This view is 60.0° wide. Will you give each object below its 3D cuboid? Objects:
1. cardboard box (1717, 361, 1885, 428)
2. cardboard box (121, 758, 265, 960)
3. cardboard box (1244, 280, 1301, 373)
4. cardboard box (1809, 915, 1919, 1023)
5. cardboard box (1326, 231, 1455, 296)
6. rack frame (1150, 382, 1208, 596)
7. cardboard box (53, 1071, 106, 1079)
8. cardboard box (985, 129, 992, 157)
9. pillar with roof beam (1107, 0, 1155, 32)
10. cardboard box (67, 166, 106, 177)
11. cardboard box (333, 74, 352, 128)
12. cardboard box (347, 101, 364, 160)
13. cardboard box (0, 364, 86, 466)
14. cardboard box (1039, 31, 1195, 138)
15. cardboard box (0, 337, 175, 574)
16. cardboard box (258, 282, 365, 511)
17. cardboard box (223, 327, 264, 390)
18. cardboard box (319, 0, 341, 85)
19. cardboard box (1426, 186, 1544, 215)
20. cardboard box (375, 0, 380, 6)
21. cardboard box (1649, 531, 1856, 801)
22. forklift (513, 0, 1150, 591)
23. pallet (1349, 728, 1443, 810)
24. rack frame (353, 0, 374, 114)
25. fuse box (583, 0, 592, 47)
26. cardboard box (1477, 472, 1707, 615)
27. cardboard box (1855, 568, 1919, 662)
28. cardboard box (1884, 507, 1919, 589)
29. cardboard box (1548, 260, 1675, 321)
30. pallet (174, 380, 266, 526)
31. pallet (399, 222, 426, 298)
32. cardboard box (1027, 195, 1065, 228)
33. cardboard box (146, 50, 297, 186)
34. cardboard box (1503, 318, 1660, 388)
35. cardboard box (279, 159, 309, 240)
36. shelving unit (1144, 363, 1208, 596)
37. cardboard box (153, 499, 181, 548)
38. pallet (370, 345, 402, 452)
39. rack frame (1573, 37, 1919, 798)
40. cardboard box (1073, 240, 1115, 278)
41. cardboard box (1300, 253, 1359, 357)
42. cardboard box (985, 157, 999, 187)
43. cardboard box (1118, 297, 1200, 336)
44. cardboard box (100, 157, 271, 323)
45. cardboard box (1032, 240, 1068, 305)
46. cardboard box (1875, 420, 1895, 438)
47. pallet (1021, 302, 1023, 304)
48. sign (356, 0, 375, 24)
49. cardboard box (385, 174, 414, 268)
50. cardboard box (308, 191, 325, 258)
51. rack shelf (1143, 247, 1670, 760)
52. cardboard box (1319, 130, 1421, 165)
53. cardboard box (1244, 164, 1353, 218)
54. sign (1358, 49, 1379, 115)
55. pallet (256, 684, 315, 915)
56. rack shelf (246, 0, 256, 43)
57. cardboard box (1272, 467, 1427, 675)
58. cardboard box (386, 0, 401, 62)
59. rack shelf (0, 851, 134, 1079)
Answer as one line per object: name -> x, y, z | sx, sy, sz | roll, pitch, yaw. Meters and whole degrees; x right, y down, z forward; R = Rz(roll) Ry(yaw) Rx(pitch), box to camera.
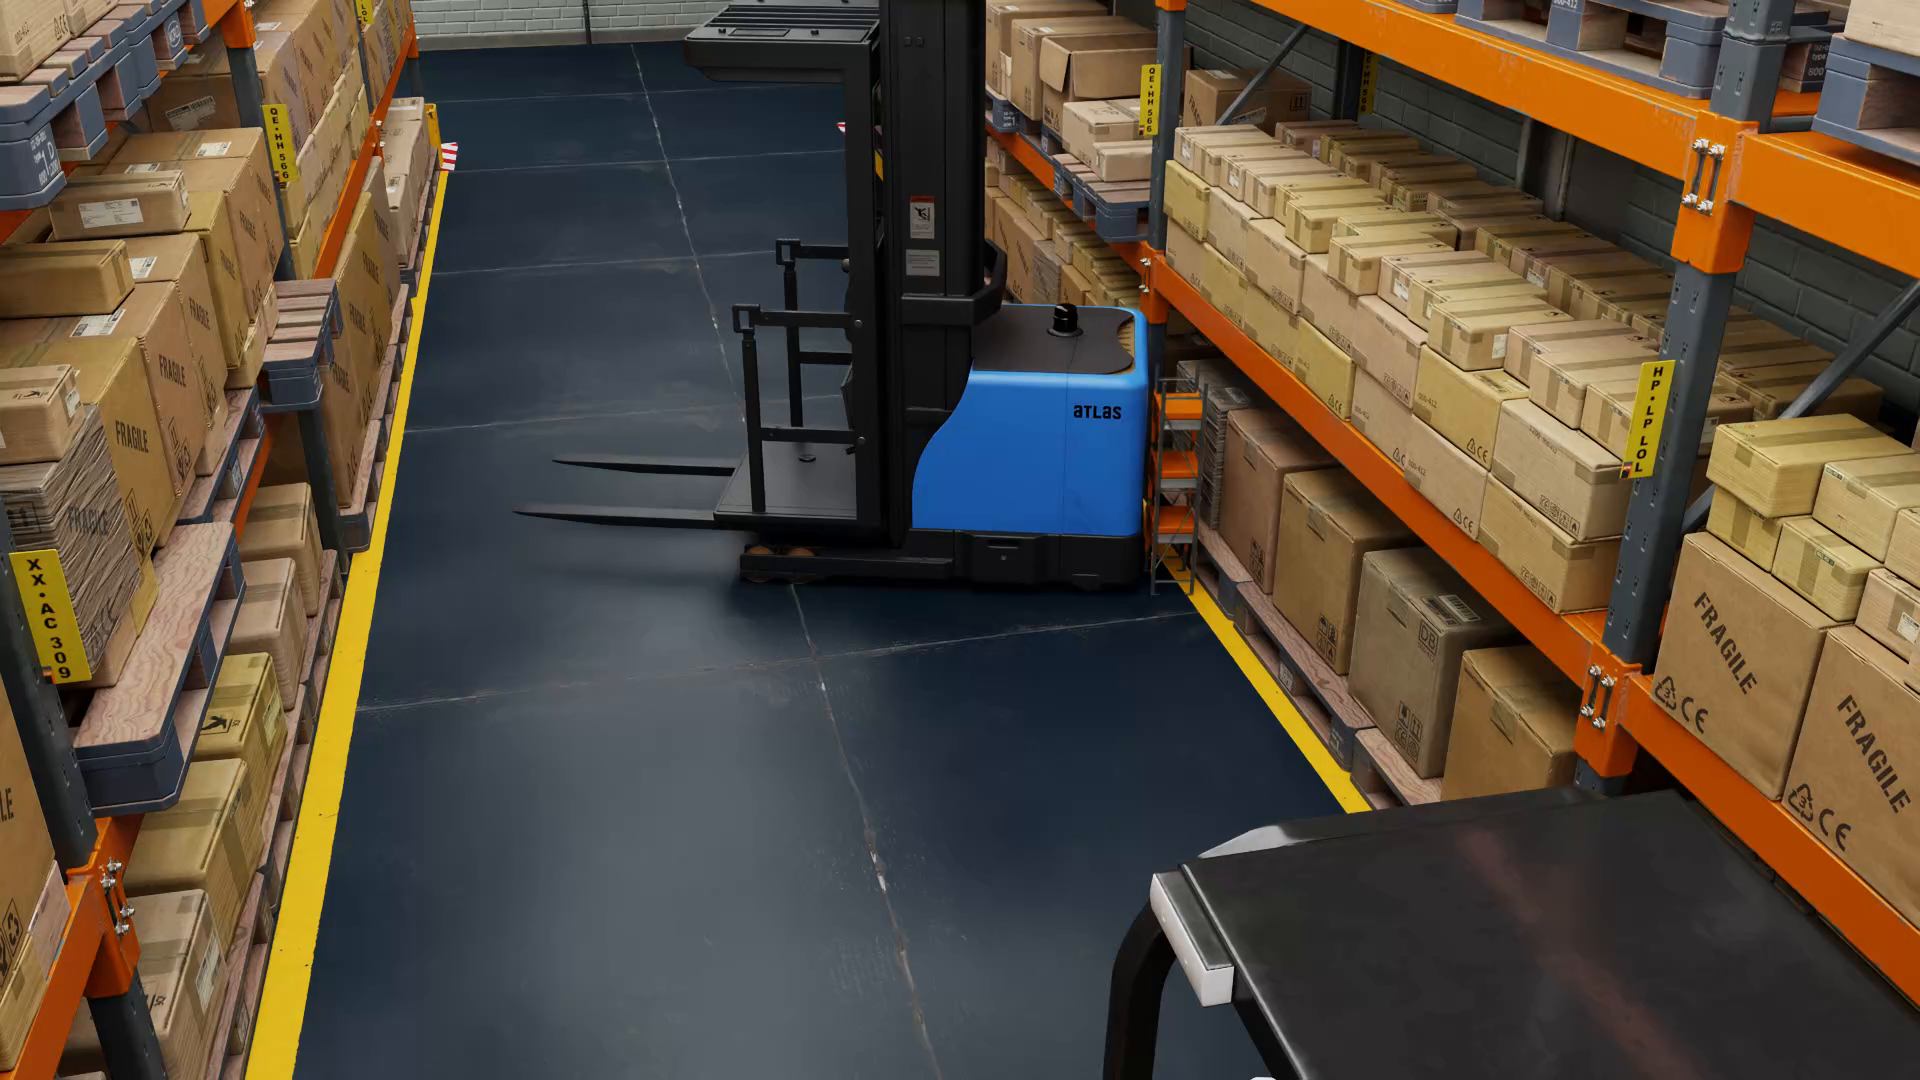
cardboard box -> 2.455, -0.401, 4.884 | 0.380, 0.149, 0.250 | -7, 28, -13
cardboard box -> -2.796, 1.056, 5.280 | 0.950, 0.372, 0.625 | -4, 27, -8
cardboard box -> 1.517, -0.913, 6.897 | 0.500, 0.250, 0.500 | -7, 28, -13
cardboard box -> 2.233, 1.173, 4.073 | 0.500, 0.250, 0.500 | -6, 27, -12
cardboard box -> 1.579, -1.019, 6.108 | 0.380, 0.149, 0.250 | -7, 28, -13
rack frame -> 0.985, -0.215, 7.501 | 0.200, 1.050, 0.008 | 0, 26, -1
cardboard box -> -2.116, 1.553, 3.598 | 0.500, 0.500, 0.500 | -6, 27, -12
cardboard box -> 0.055, -3.117, 13.405 | 0.700, 0.500, 0.500 | -7, 28, -14
pillar with roof beam -> -2.951, -6.041, 10.231 | 9.100, 9.000, 0.400 | -6, 27, -12
cardboard box -> -3.412, -1.057, 6.107 | 0.500, 0.500, 0.500 | -5, 27, -9
cardboard box -> -3.735, -2.439, 9.364 | 0.500, 0.250, 0.500 | -5, 27, -10
cardboard box -> -3.853, -2.435, 9.911 | 0.500, 0.250, 0.500 | -6, 27, -12
cardboard box -> -2.272, -0.282, 3.852 | 0.380, 0.149, 0.250 | -6, 27, -12
cardboard box -> 0.875, -2.578, 9.448 | 0.797, 0.503, 0.637 | -7, 28, -13
cardboard box -> -2.450, -0.204, 4.419 | 0.500, 0.500, 0.500 | -6, 27, -11
cardboard box -> -3.487, -0.691, 8.183 | 0.875, 0.875, 0.875 | -6, 27, -12
cardboard box -> -2.753, -0.649, 6.020 | 0.380, 0.149, 0.250 | -5, 27, -11
cardboard box -> -3.749, -2.766, 9.181 | 0.500, 0.500, 0.500 | -5, 27, -10
cardboard box -> 2.105, -1.311, 6.687 | 0.380, 0.149, 0.250 | -6, 27, -12
cardboard box -> -4.397, -4.070, 11.764 | 0.500, 0.500, 0.500 | -5, 27, -11
cardboard box -> 2.170, 0.286, 4.243 | 0.500, 0.500, 0.500 | -7, 28, -13
forklift -> -0.624, -1.335, 7.641 | 3.031, 2.935, 1.130 | 2, 27, 5
pallet -> 2.121, 1.035, 5.965 | 1.003, 0.211, 1.213 | -6, 27, -12
rack frame -> -4.313, -2.897, 10.660 | 1.000, 3.000, 0.127 | -6, 27, -12
fuse box -> -4.429, -6.700, 19.625 | 0.539, 1.711, 0.414 | -6, 27, -12
cardboard box -> 1.956, -0.018, 5.124 | 0.500, 0.250, 0.500 | -5, 27, -10
cardboard box -> 2.286, 0.167, 3.759 | 0.380, 0.149, 0.250 | -6, 27, -12
cardboard box -> 2.321, 0.029, 3.702 | 0.380, 0.149, 0.250 | -6, 27, -13
cardboard box -> 2.281, -0.856, 5.785 | 0.380, 0.149, 0.250 | -6, 27, -12
pallet -> -2.926, -0.190, 5.511 | 1.003, 0.211, 1.213 | -6, 27, -12
pallet -> -4.408, -1.994, 11.966 | 1.003, 0.211, 1.213 | -6, 27, -12
cardboard box -> 0.645, -2.121, 10.712 | 0.380, 0.149, 0.250 | -6, 27, -12
cardboard box -> -3.285, -1.873, 7.412 | 0.500, 0.500, 0.500 | -7, 28, -13
cardboard box -> 1.952, -0.576, 5.232 | 0.380, 0.149, 0.250 | -6, 27, -12
cardboard box -> -3.285, -1.545, 7.593 | 0.500, 0.250, 0.500 | -6, 27, -12
shelving unit -> 0.983, -0.269, 7.610 | 0.215, 1.050, 0.252 | 0, 26, -1
cardboard box -> -2.530, -0.079, 4.891 | 0.380, 0.149, 0.250 | -6, 27, -11
pallet -> -3.788, -0.784, 9.569 | 1.003, 0.211, 1.213 | -6, 27, -12
rack frame -> 2.325, 0.110, 4.704 | 1.000, 3.000, 0.127 | -6, 27, -12
cardboard box -> 0.885, -1.665, 9.809 | 0.380, 0.149, 0.250 | -6, 27, -12
cardboard box -> 1.637, -0.910, 6.335 | 0.500, 0.250, 0.500 | -6, 27, -11
cardboard box -> 0.343, -2.579, 11.619 | 0.380, 0.149, 0.250 | -5, 27, -9
cardboard box -> 1.065, -1.199, 8.884 | 0.380, 0.149, 0.250 | -7, 28, -14
cardboard box -> -2.911, -1.109, 6.210 | 0.500, 0.500, 0.500 | -6, 27, -12
cardboard box -> 0.760, -1.558, 10.316 | 0.500, 0.500, 0.500 | -7, 28, -13
cardboard box -> 2.460, -0.296, 5.118 | 0.500, 0.250, 0.500 | -6, 27, -12
pallet -> 1.020, -1.268, 10.527 | 1.003, 0.211, 1.213 | -6, 27, -12
sign -> -3.787, -3.438, 10.535 | 0.100, 0.325, 0.005 | -6, 27, -12
cardboard box -> -4.350, -2.227, 11.711 | 0.875, 0.438, 0.875 | -6, 27, -12
cardboard box -> -3.410, -1.538, 8.134 | 0.500, 0.250, 0.500 | -7, 28, -13
rack shelf -> 1.874, -0.447, 6.606 | 1.077, 0.370, 4.000 | -6, 27, -12
cardboard box -> 1.862, -1.755, 7.567 | 0.380, 0.149, 0.250 | -5, 27, -10
cardboard box -> 1.424, -1.470, 7.003 | 0.380, 0.149, 0.250 | -6, 27, -11
sign -> 1.963, -2.221, 8.037 | 0.100, 0.325, 0.005 | -6, 27, -12
pallet -> -2.966, 0.982, 6.071 | 1.003, 0.211, 1.213 | -6, 27, -12
rack shelf -> -3.863, -3.037, 8.407 | 1.077, 0.370, 4.000 | -6, 27, -12
cardboard box -> 1.857, 0.083, 6.926 | 0.875, 0.625, 0.625 | -7, 28, -14
cardboard box -> -4.495, -3.841, 12.419 | 0.500, 0.500, 0.500 | -5, 27, -10
rack shelf -> -2.060, 1.814, 2.125 | 1.077, 0.370, 4.000 | -6, 27, -12
